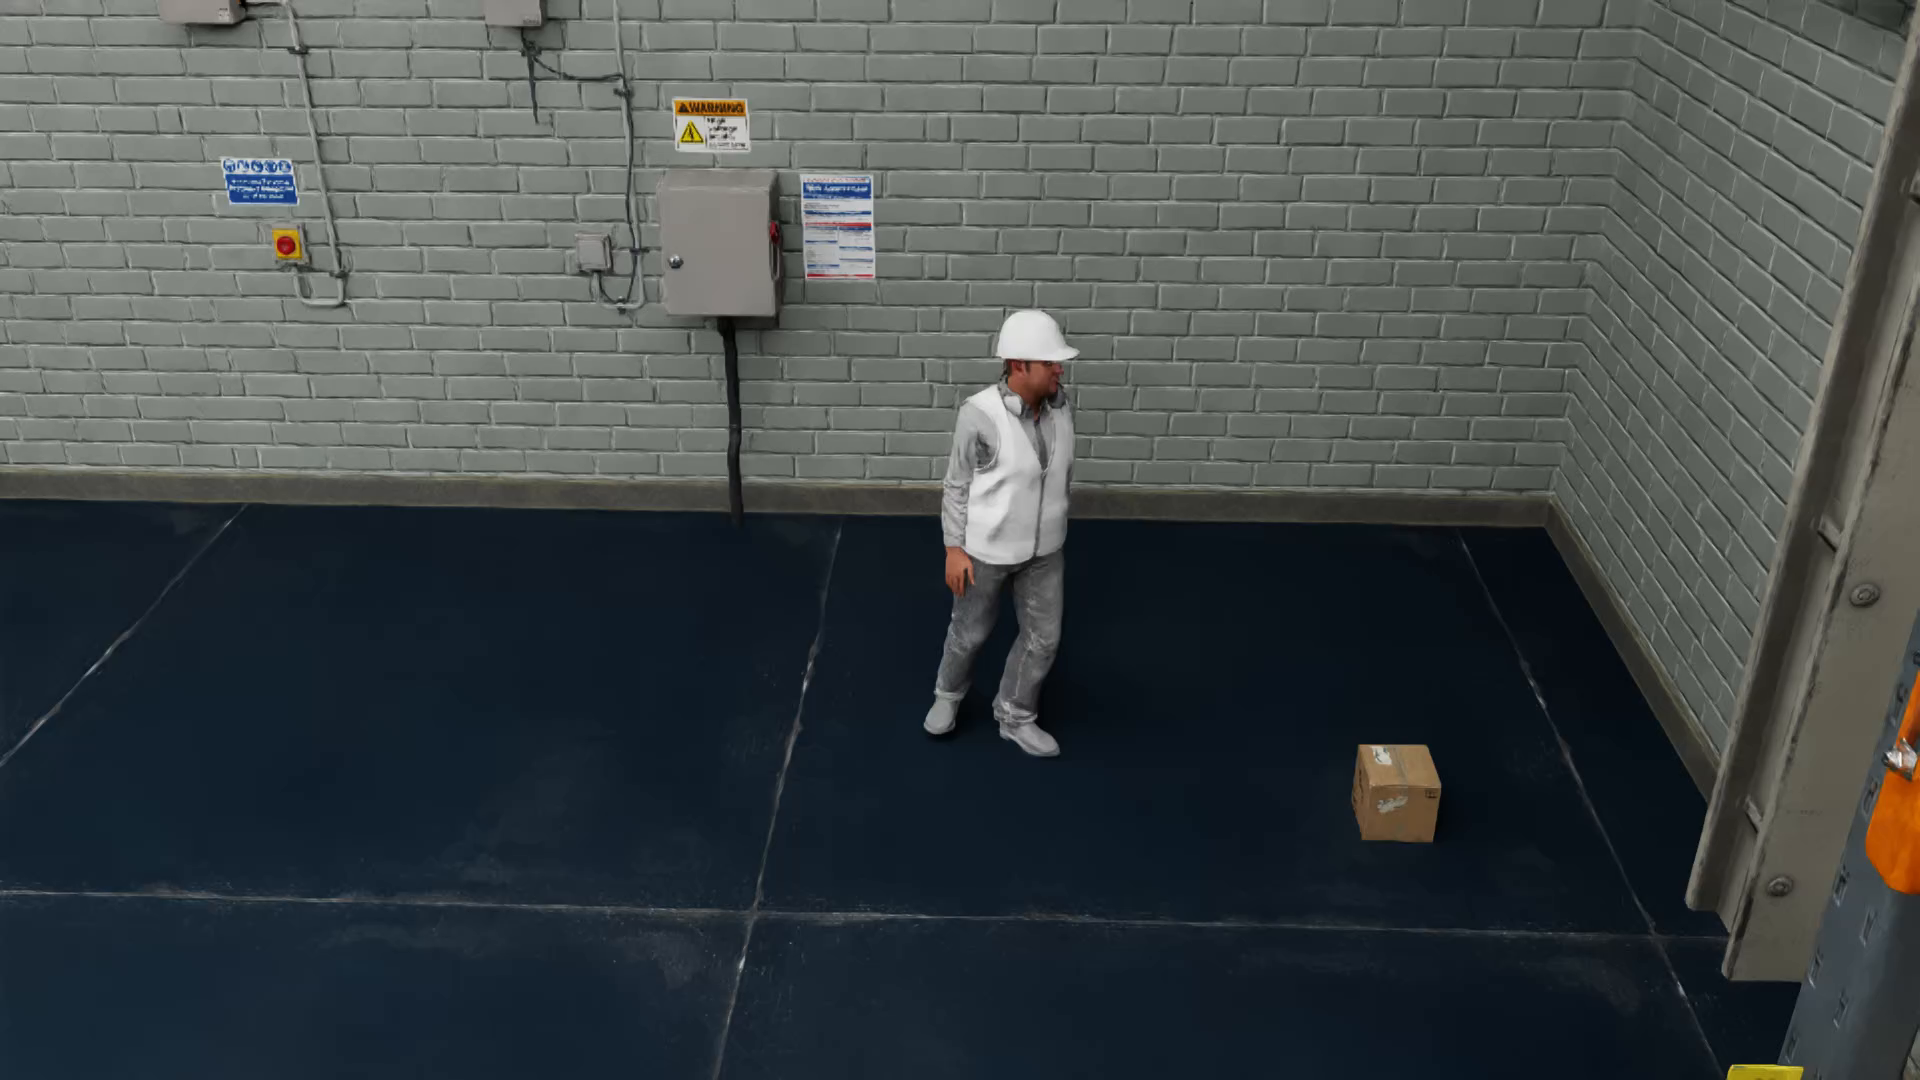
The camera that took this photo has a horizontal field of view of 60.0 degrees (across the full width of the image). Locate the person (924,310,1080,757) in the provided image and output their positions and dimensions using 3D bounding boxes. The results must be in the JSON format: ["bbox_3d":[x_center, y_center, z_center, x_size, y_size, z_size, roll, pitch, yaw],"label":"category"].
[{"bbox_3d":[0.159,-0.028,6.151,0.566,1.762,0.556,-16,32,-27],"label":"person"}]
